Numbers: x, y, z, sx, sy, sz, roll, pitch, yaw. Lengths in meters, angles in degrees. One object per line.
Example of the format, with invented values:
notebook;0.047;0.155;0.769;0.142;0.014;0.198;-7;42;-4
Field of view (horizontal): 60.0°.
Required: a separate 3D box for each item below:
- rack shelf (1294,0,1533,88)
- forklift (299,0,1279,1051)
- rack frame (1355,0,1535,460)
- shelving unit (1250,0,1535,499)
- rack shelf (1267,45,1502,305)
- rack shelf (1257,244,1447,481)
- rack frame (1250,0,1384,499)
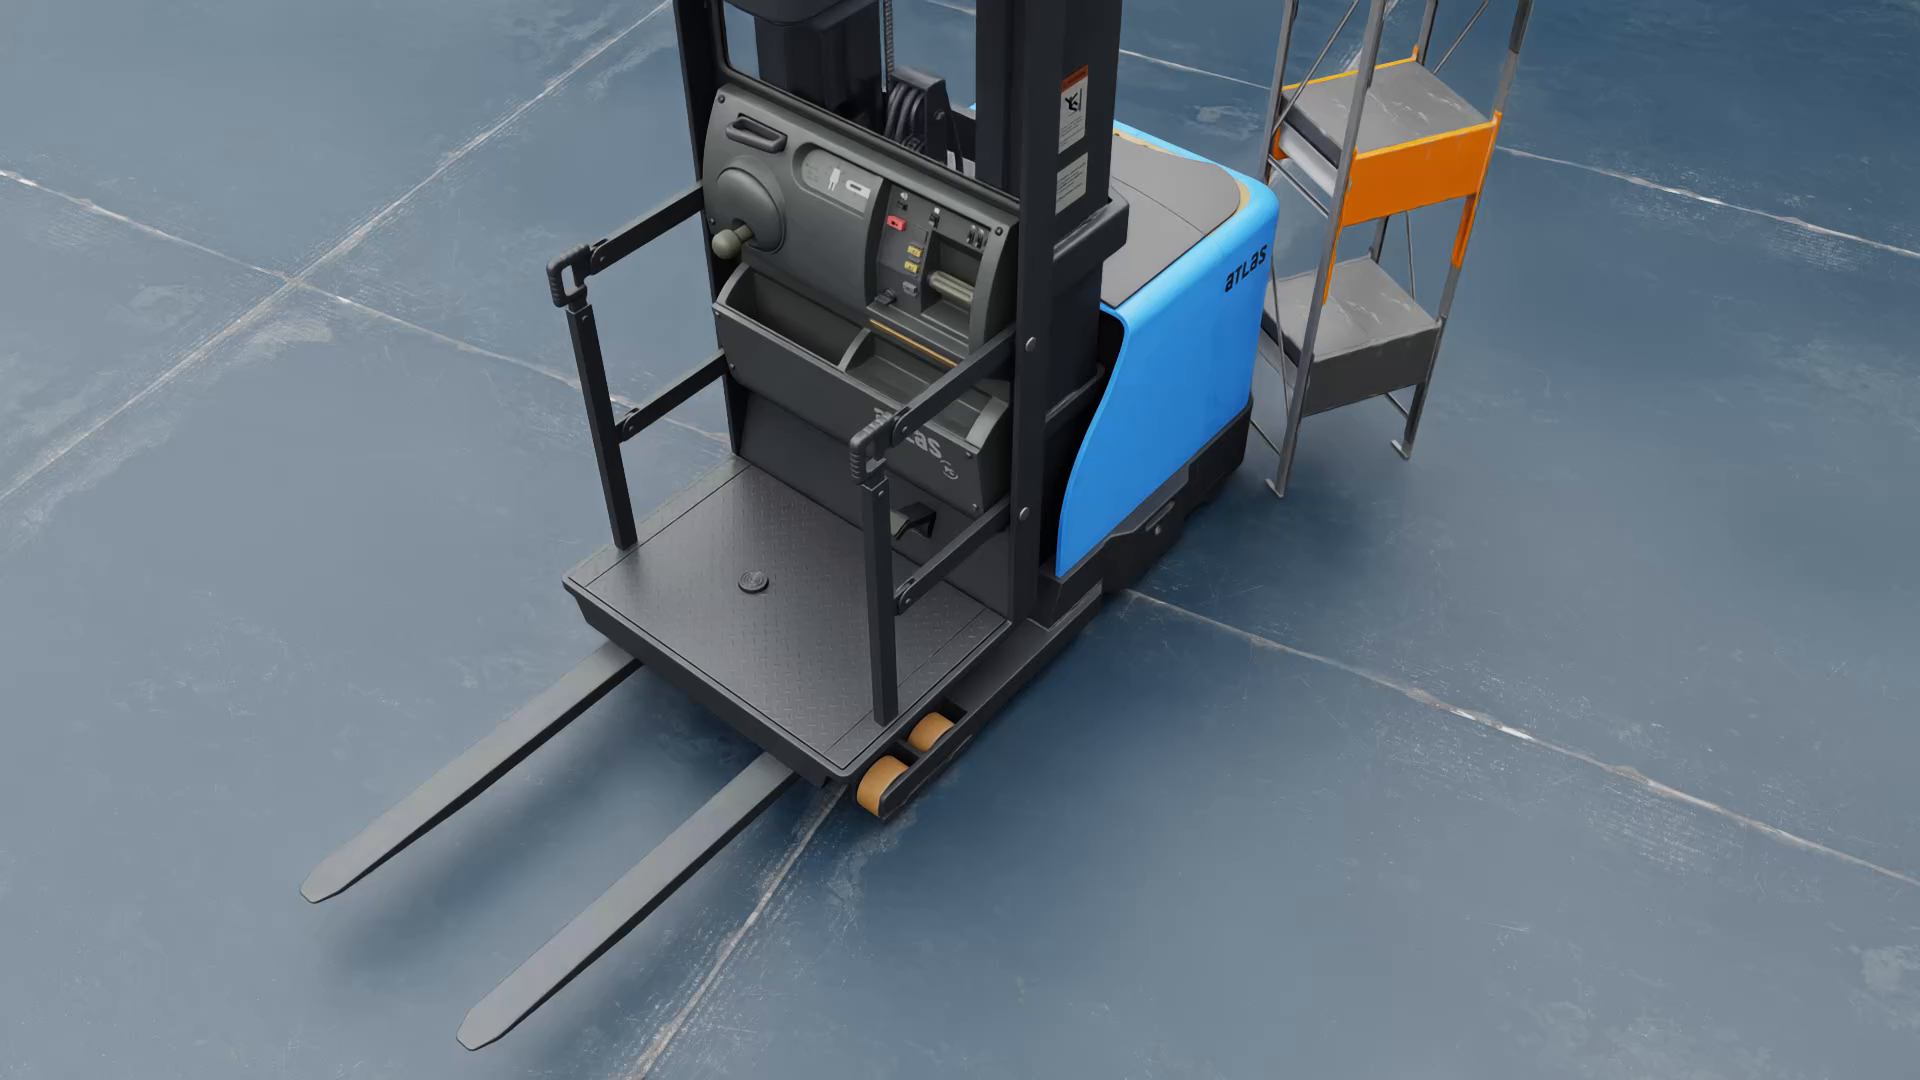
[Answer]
rack shelf;1.202;-1.558;4.344;0.480;0.518;0.431;-17;48;-17
forklift;-0.401;-0.688;3.869;1.130;2.935;3.031;31;53;27
rack frame;1.417;-1.140;4.901;0.015;2.100;0.400;-17;48;-17
shelving unit;1.194;-1.073;4.830;0.503;2.100;0.431;-17;48;-17
rack shelf;1.194;-1.064;4.840;0.480;0.518;0.431;-17;48;-17
rack shelf;1.185;-0.569;5.335;0.480;0.518;0.431;-17;48;-17
rack frame;0.970;-1.007;4.759;0.015;2.100;0.400;-17;48;-17
